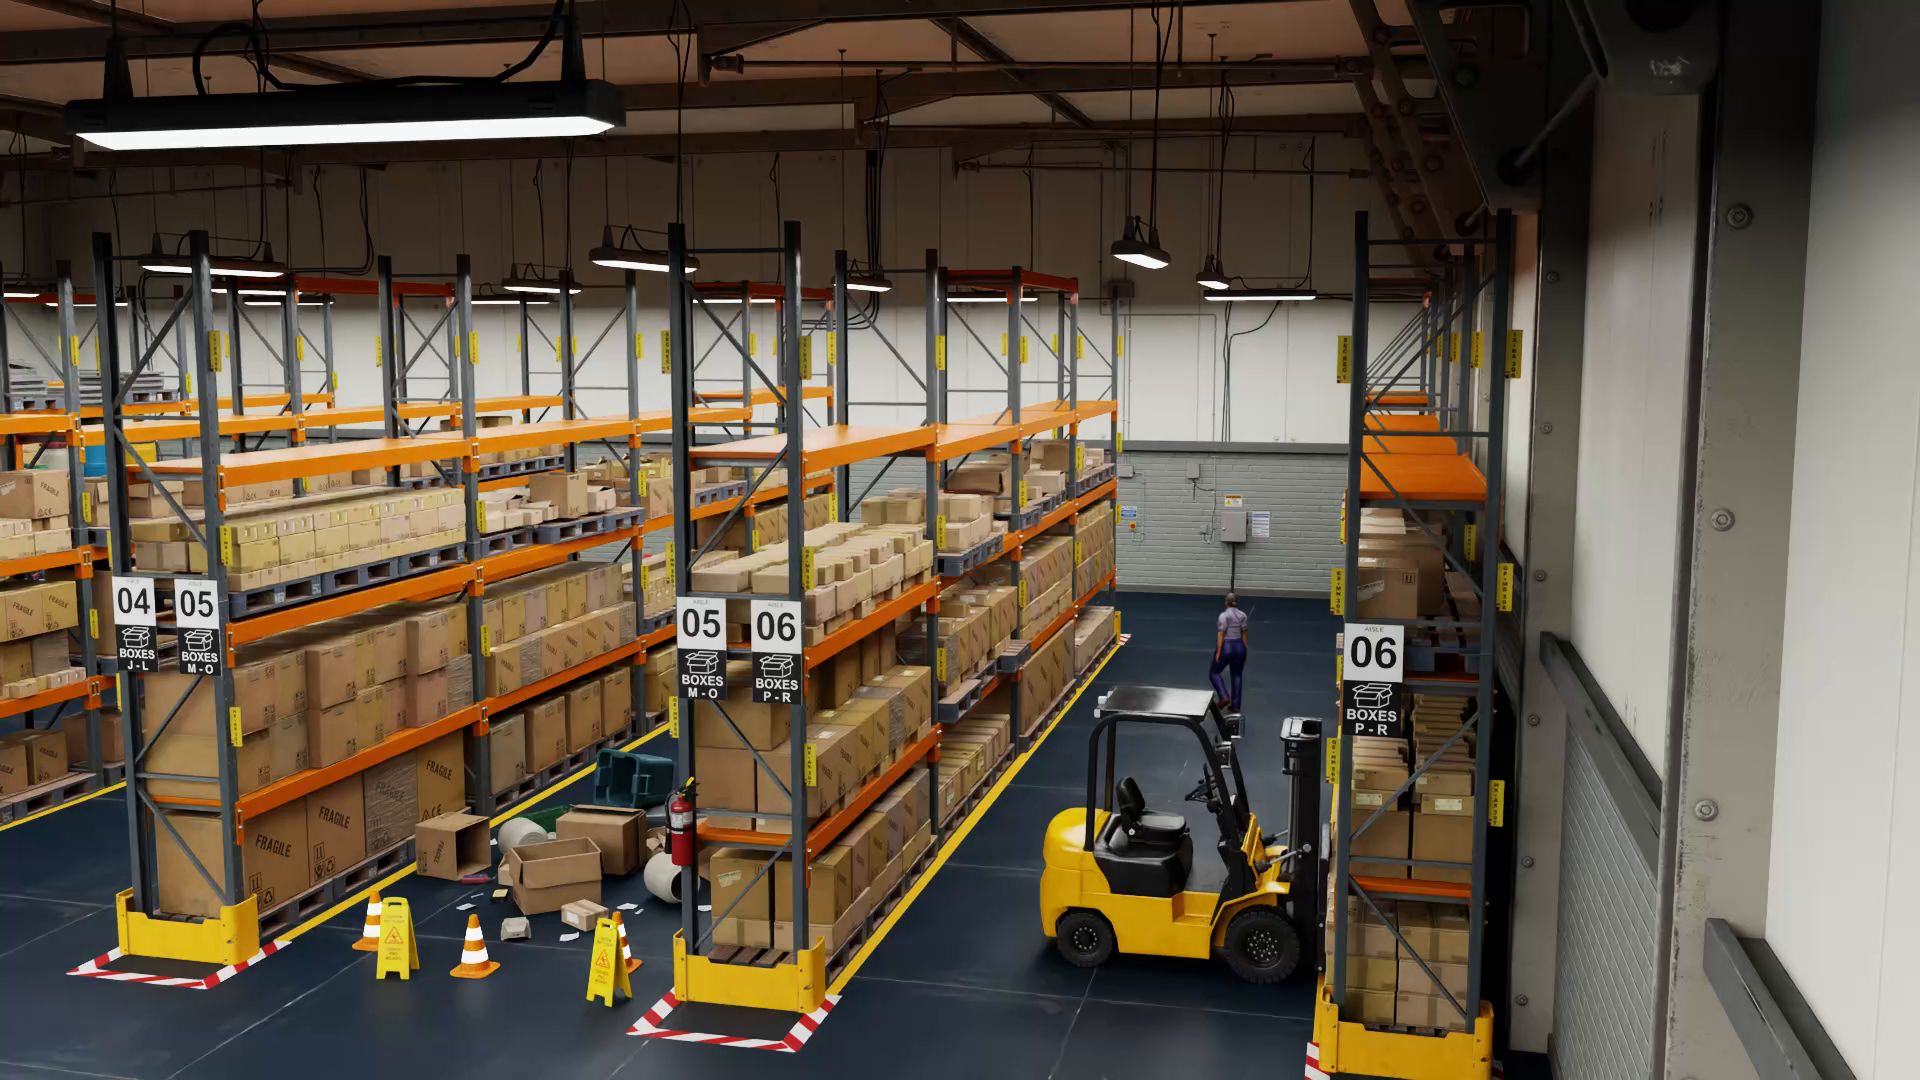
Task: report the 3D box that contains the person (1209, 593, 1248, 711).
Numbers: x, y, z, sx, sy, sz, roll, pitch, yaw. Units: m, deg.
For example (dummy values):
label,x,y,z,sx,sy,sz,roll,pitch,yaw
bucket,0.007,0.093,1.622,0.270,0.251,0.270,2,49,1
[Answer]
label,x,y,z,sx,sy,sz,roll,pitch,yaw
person,3.739,1.552,22.993,0.535,1.648,0.436,-3,8,-23

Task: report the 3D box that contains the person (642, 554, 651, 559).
label,x,y,z,sx,sy,sz,roll,pitch,yaw
person,-5.020,1.034,27.110,0.645,1.686,0.631,3,8,24
